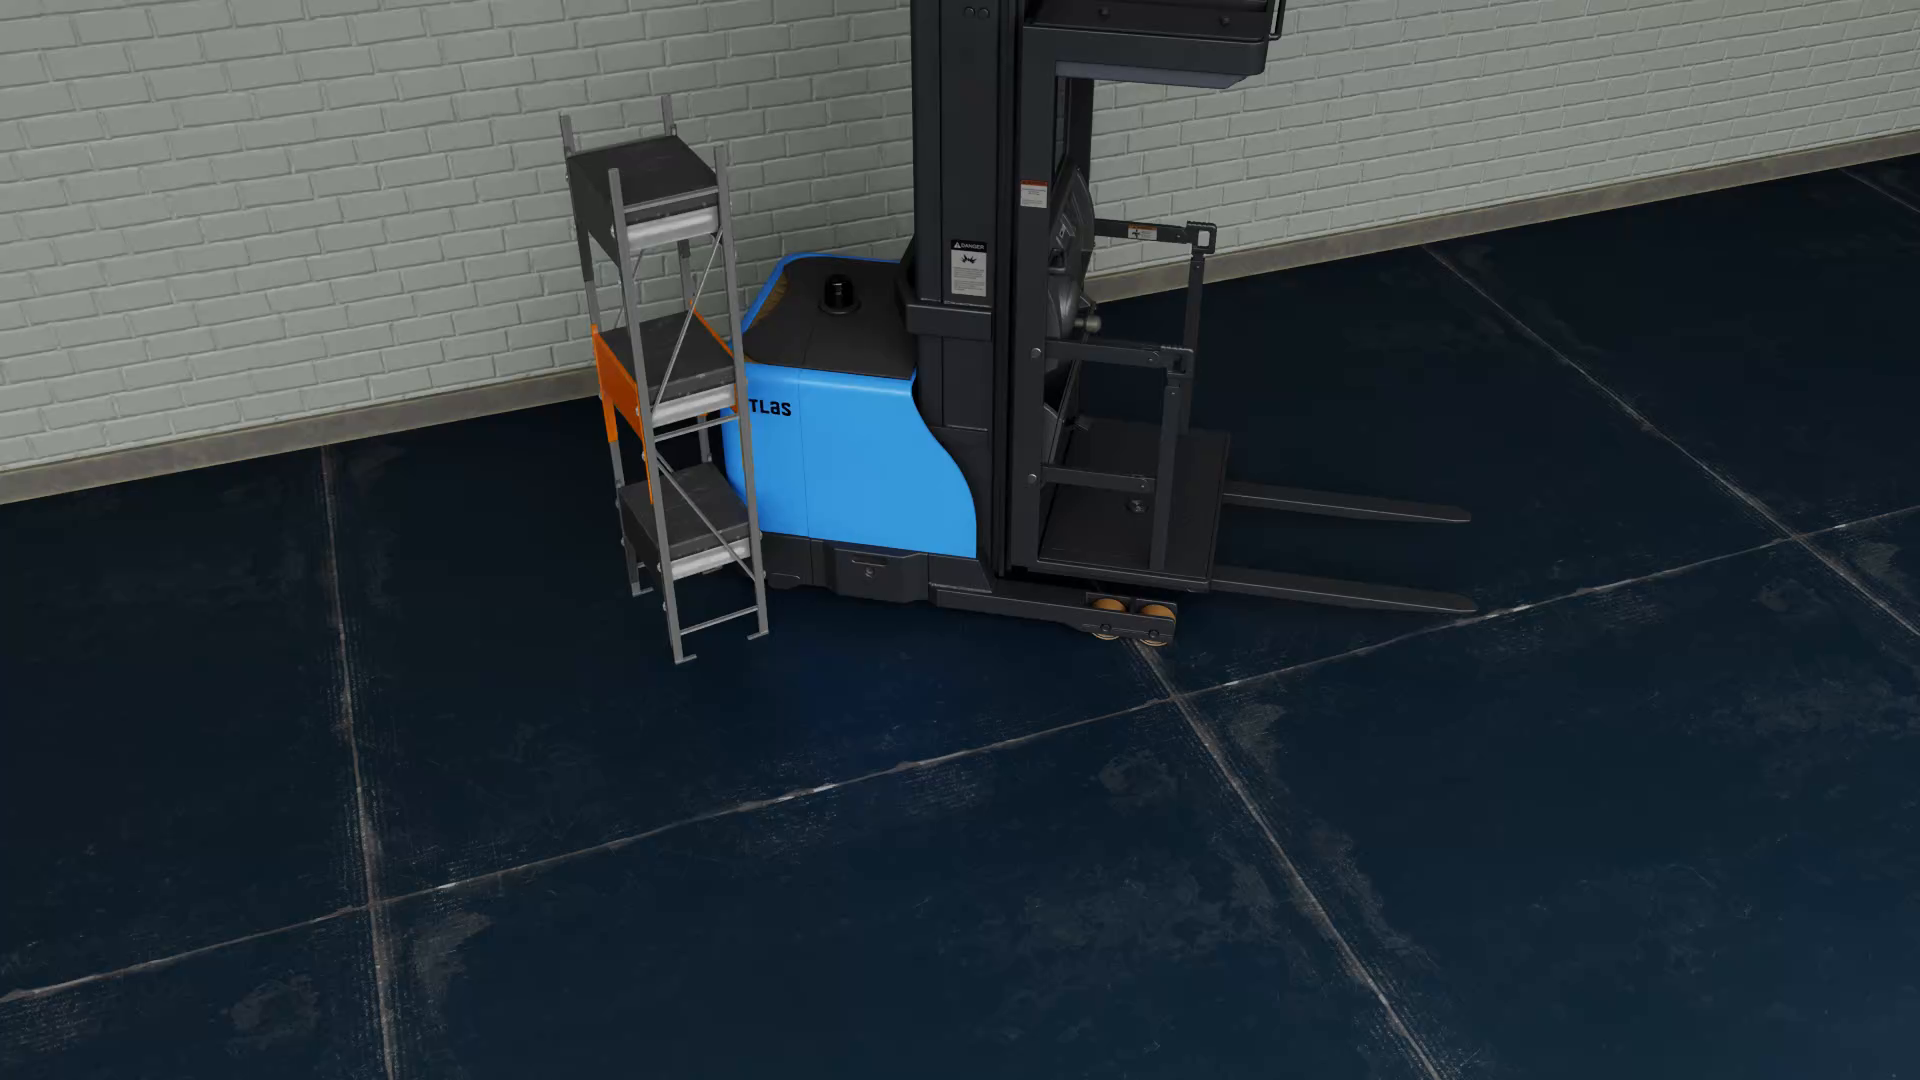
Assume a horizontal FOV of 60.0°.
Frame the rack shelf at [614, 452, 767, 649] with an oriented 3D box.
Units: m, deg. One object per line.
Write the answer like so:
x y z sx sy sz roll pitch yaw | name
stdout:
-1.073 0.036 6.643 0.431 0.518 0.480 -18 41 -23 | rack shelf

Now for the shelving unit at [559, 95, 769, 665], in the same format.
-1.073 -0.534 6.214 0.431 2.100 0.503 -18 41 -23 | shelving unit

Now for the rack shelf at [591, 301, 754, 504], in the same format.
-1.073 -0.523 6.222 0.431 0.518 0.480 -18 41 -23 | rack shelf

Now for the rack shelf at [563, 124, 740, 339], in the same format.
-1.073 -1.082 5.801 0.431 0.518 0.480 -18 41 -23 | rack shelf

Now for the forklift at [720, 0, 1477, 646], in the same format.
0.610 -1.095 6.268 3.031 2.935 1.130 7 38 9 | forklift

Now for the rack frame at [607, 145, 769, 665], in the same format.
-0.955 -0.405 6.043 0.400 2.100 0.015 -18 41 -23 | rack frame

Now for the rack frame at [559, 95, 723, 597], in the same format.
-1.190 -0.663 6.384 0.400 2.100 0.015 -18 41 -23 | rack frame
